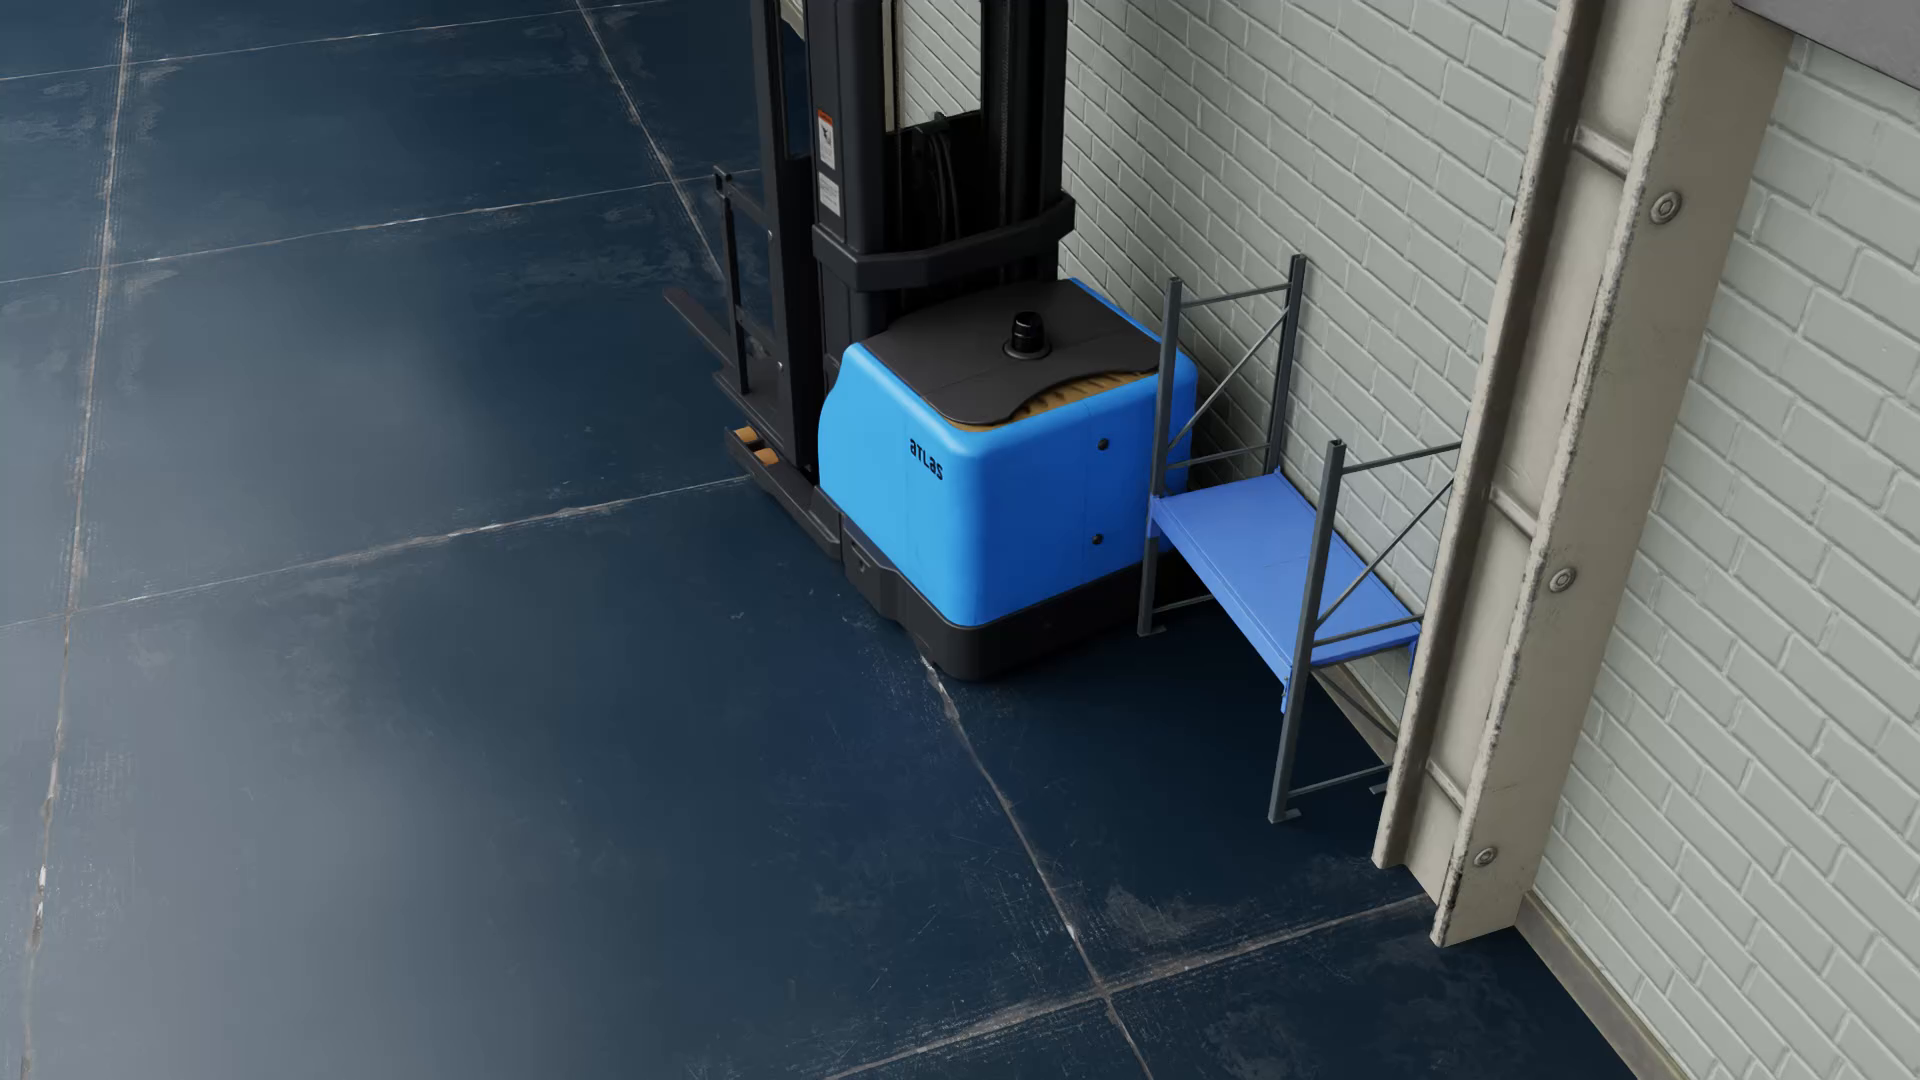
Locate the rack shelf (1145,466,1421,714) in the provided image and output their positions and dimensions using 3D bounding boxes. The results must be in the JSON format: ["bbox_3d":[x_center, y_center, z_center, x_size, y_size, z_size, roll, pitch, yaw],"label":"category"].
[{"bbox_3d":[1.085,0.138,5.619,0.538,0.185,1.000,-13,39,-16],"label":"rack shelf"}]

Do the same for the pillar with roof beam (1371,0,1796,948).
[{"bbox_3d":[-2.500,-1.596,1.390,9.100,9.000,0.400,-12,39,-16],"label":"pillar with roof beam"}]

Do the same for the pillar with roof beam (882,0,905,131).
[{"bbox_3d":[-4.565,-4.986,5.890,9.100,9.000,0.400,-12,39,-16],"label":"pillar with roof beam"}]

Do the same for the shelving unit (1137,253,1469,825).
[{"bbox_3d":[1.085,-0.005,5.510,0.538,1.500,1.048,-13,39,-16],"label":"shelving unit"}]

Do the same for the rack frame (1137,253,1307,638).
[{"bbox_3d":[0.908,-0.292,5.891,0.500,1.500,0.032,-13,39,-16],"label":"rack frame"}]

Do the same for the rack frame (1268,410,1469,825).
[{"bbox_3d":[1.261,0.281,5.130,0.500,1.500,0.032,-13,39,-16],"label":"rack frame"}]

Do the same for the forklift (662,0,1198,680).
[{"bbox_3d":[-0.351,-1.526,6.340,1.130,2.935,3.031,-20,42,-25],"label":"forklift"}]
